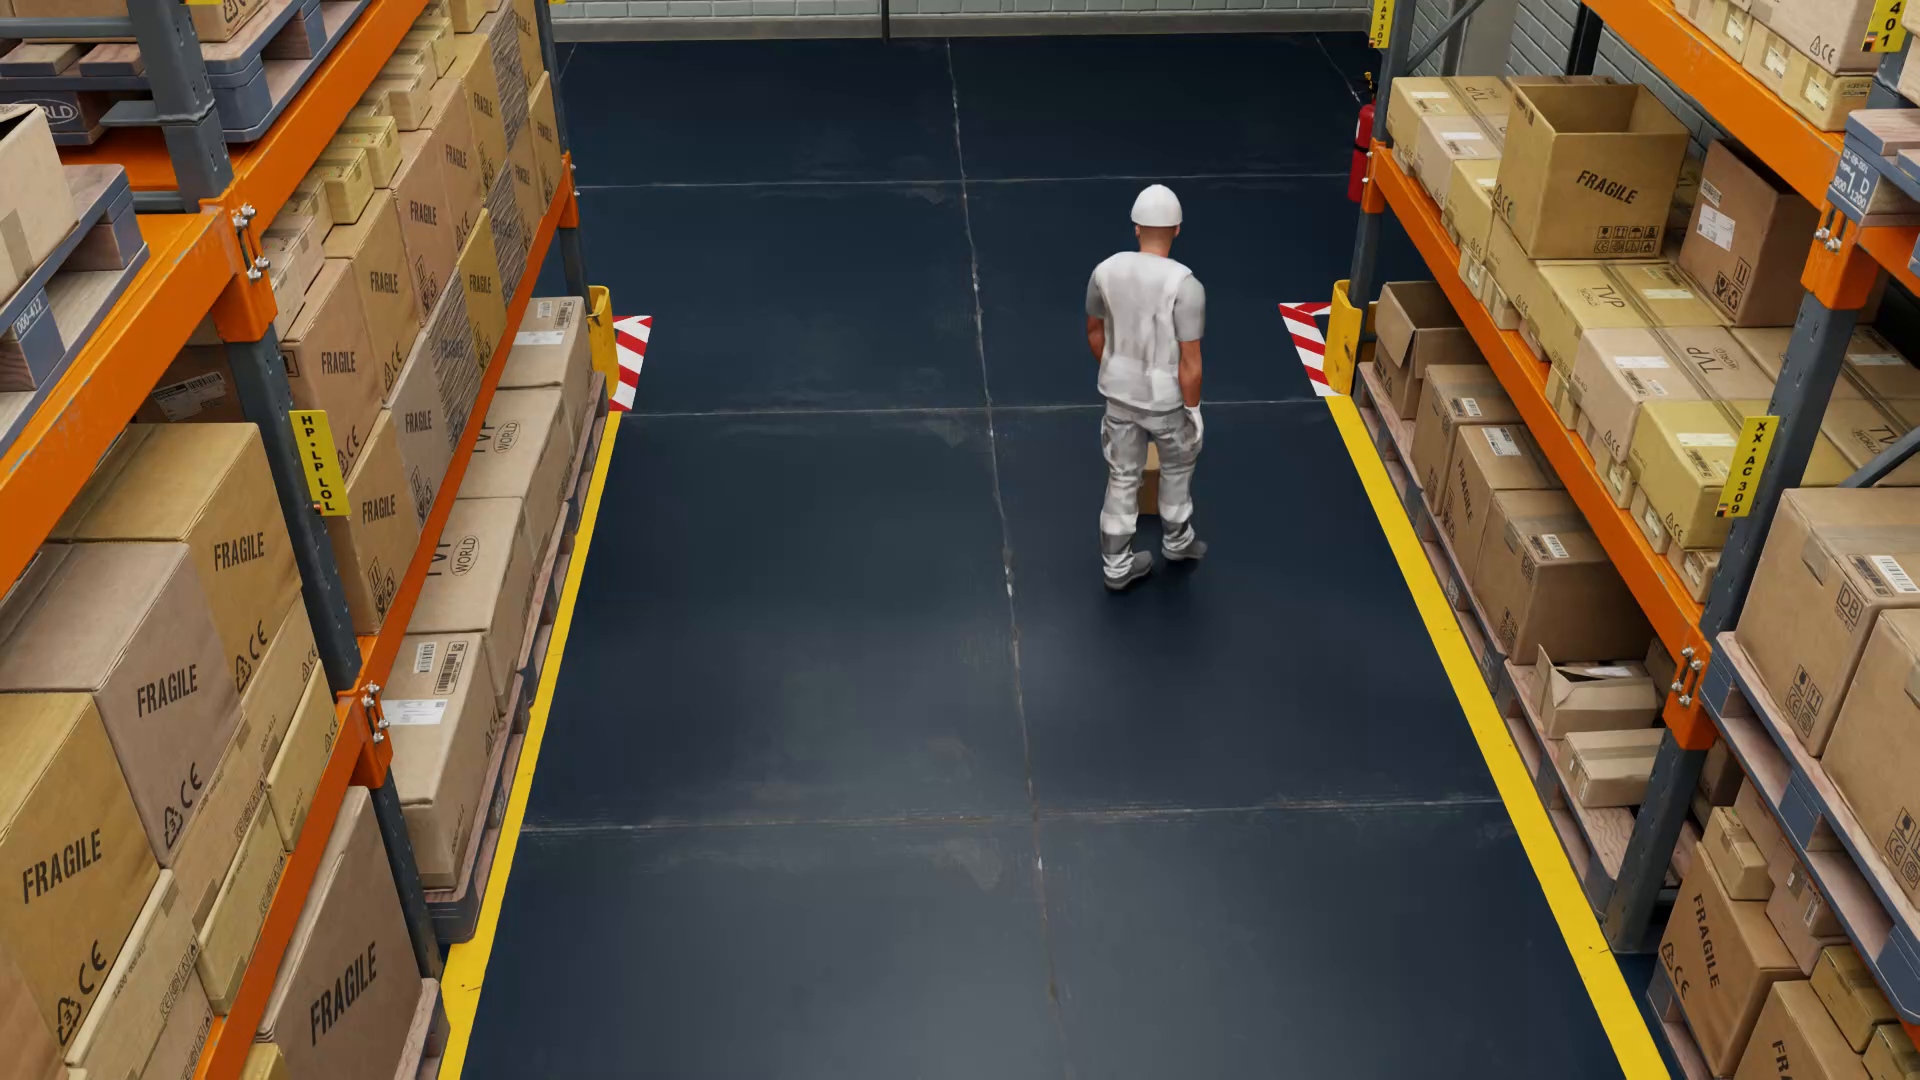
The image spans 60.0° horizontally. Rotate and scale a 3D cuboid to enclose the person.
[{"bbox_3d":[0.824,-0.620,7.029,0.601,1.830,0.605,20,40,26],"label":"person"}]
